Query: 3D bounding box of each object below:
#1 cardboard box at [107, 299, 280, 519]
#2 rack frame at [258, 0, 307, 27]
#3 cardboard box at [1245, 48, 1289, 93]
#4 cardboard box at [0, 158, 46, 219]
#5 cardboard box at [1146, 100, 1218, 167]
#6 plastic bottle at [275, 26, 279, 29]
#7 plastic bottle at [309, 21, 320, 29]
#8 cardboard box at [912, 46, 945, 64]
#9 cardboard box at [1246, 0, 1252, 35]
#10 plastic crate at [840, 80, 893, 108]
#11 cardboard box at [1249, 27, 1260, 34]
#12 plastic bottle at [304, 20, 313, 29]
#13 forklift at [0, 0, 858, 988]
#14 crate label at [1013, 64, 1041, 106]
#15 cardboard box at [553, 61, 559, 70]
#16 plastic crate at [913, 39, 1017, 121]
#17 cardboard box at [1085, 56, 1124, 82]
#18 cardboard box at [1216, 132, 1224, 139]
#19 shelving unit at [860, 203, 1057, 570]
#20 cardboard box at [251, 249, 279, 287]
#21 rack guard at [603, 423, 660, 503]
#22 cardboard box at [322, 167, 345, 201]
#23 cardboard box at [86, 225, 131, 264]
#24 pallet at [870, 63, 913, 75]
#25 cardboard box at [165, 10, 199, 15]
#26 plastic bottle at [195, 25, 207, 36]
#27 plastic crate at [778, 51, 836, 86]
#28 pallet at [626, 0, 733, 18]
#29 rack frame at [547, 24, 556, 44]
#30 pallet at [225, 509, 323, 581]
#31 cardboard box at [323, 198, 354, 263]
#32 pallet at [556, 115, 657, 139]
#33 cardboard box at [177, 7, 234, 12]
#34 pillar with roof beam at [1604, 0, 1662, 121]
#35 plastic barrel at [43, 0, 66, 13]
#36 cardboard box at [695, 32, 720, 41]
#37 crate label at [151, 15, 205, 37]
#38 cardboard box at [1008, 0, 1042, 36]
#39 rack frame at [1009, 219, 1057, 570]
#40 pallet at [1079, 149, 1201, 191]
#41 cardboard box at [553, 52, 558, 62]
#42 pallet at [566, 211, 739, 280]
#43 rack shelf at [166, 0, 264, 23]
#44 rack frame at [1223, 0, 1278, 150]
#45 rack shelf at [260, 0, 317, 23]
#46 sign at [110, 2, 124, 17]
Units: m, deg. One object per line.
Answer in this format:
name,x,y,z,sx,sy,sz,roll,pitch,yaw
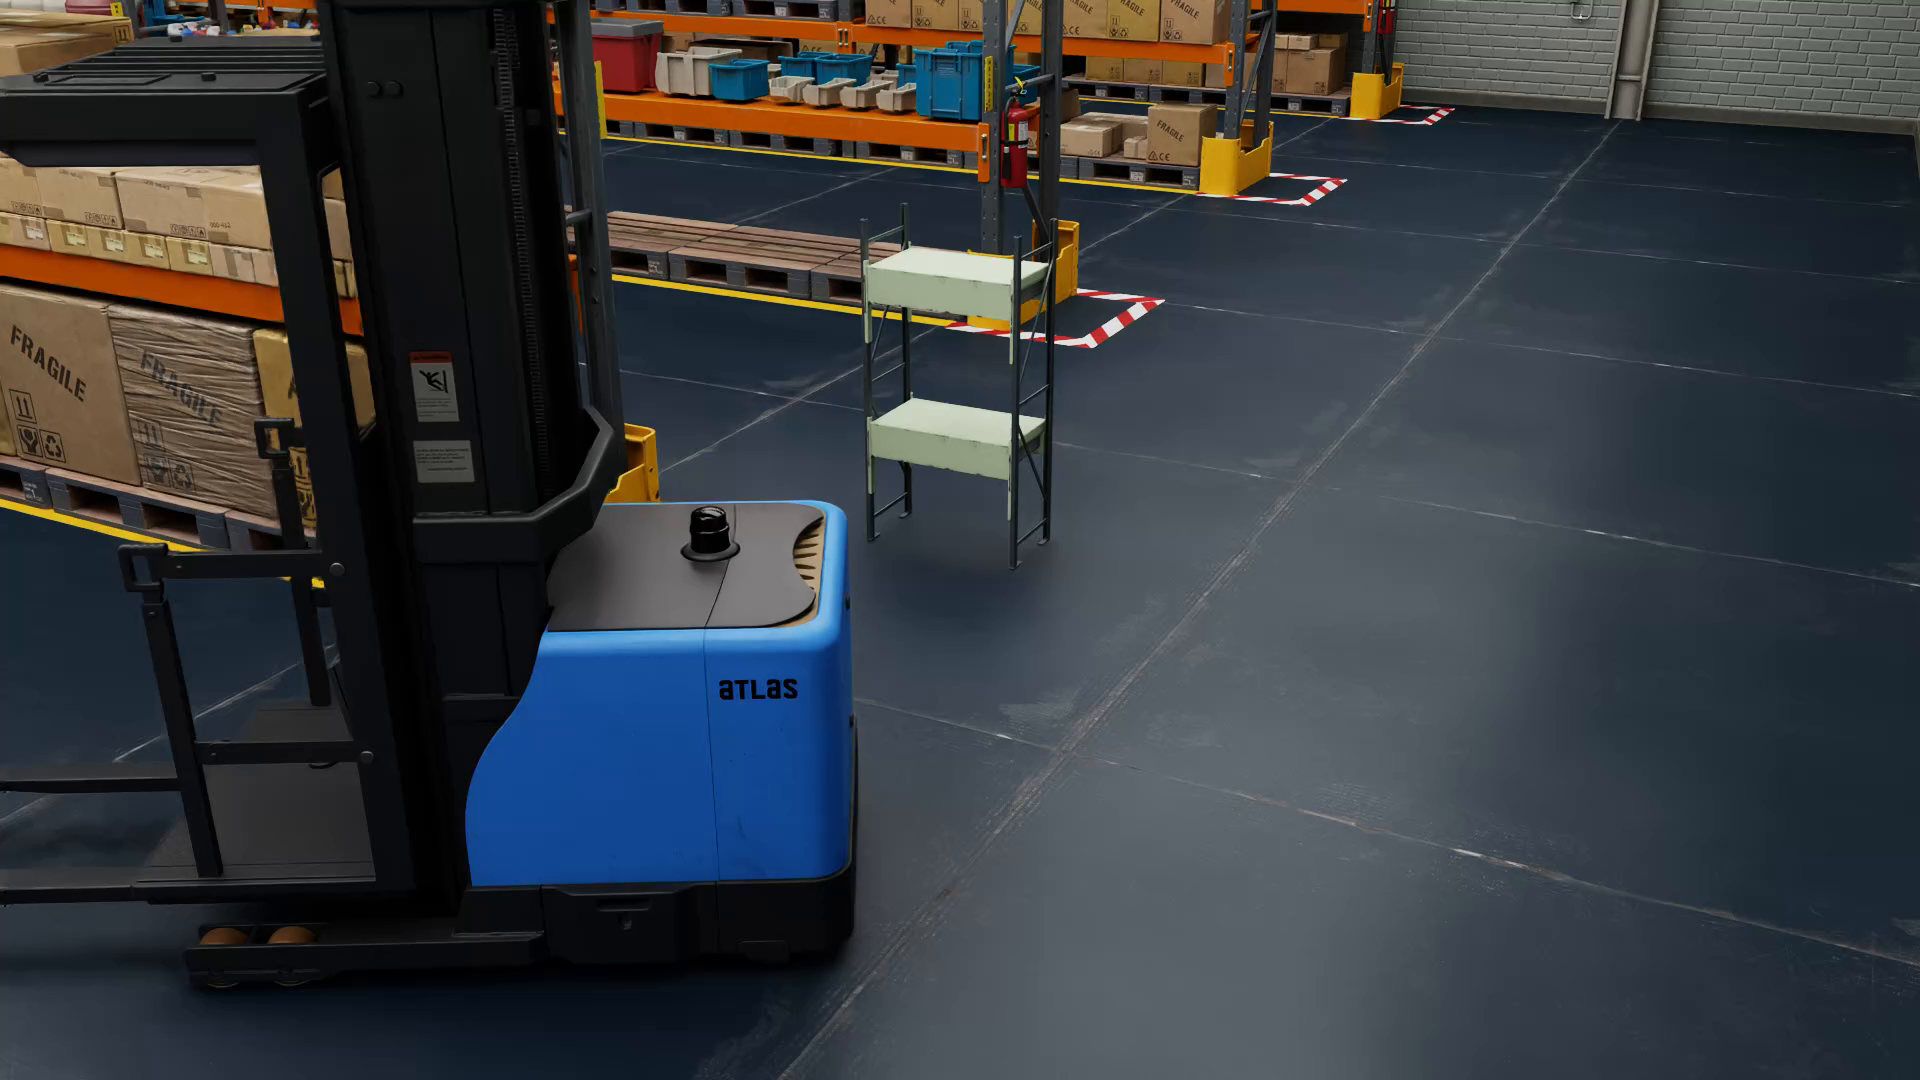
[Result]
cardboard box,-3.237,-0.718,7.784,0.875,0.875,0.875,11,25,25
rack frame,-8.054,-6.835,19.989,0.127,3.000,1.000,11,25,25
cardboard box,3.771,-5.667,19.900,0.500,0.500,0.700,11,25,24
cardboard box,-4.180,-1.678,7.674,0.500,0.250,0.500,12,26,26
cardboard box,2.059,-3.778,15.433,0.500,0.500,0.500,11,25,25
plastic bottle,-5.868,-4.318,14.325,0.097,0.201,0.097,0,23,0
plastic bottle,-5.155,-3.990,13.362,0.185,0.351,0.144,11,25,25
cardboard box,-0.116,-6.583,21.606,0.750,0.750,0.750,12,26,26
cardboard box,2.378,-4.933,15.388,0.500,0.500,0.500,12,26,26
plastic crate,-0.644,-3.030,11.303,0.243,0.136,0.396,11,25,25
cardboard box,3.516,-6.103,20.097,0.250,0.149,0.380,12,26,25
plastic bottle,-5.520,-4.282,14.149,0.097,0.271,0.097,0,23,0
forklift,-1.843,-0.283,4.669,3.031,2.935,1.130,-1,23,-2
crate label,0.345,-3.096,11.334,0.303,0.233,0.416,11,25,25
cardboard box,-4.207,-5.001,18.308,0.500,0.500,0.500,12,26,27
plastic crate,0.034,-3.025,10.908,0.499,0.435,0.616,11,25,25
cardboard box,1.939,-6.028,20.750,0.500,0.500,0.700,12,26,25
cardboard box,2.437,-3.801,15.935,0.250,0.149,0.380,11,25,25
shelving unit,-0.006,-0.691,7.459,0.755,1.500,0.431,11,25,25
cardboard box,-2.741,-1.180,7.012,0.250,0.149,0.380,11,26,25
rack guard,-1.796,-0.102,7.352,0.348,0.500,1.175,11,25,25
cardboard box,-2.371,-1.664,6.684,0.500,0.500,0.500,12,26,25
cardboard box,-3.648,-1.359,7.434,0.250,0.149,0.380,12,26,26
pallet,-0.498,-6.195,22.047,1.213,0.211,1.003,11,25,25
cardboard box,-9.908,-6.376,20.929,0.500,0.500,0.500,11,25,25
plastic bottle,-6.209,-4.083,13.666,0.133,0.283,0.061,11,25,25
plastic crate,-1.097,-3.382,12.006,0.300,0.233,0.416,11,25,25
pallet,-2.746,-5.699,17.562,1.213,0.211,1.003,11,25,25
rack frame,-5.822,-8.566,24.059,0.127,3.000,1.000,11,25,25
pallet,-2.566,-0.088,7.686,1.213,0.211,1.003,11,25,25
cardboard box,-2.370,-1.318,6.827,0.500,0.250,0.500,11,25,24
pallet,-3.835,-4.701,18.533,1.213,0.211,1.003,11,25,25
cardboard box,-9.666,-6.563,21.369,0.500,0.500,0.500,11,25,25
pillar with roof beam,5.745,-7.529,13.956,0.400,9.000,9.100,11,25,25
plastic barrel,-7.737,-4.558,14.492,0.421,0.512,0.421,0,23,0
cardboard box,-3.325,-7.152,23.367,0.500,0.500,0.700,11,25,24
crate label,-6.929,-4.528,14.778,0.416,0.233,0.303,11,25,25
cardboard box,0.776,-5.016,15.583,0.500,0.500,0.500,11,25,24
rack frame,0.321,-0.627,7.307,0.023,1.500,0.400,11,25,25
pallet,1.876,-3.587,15.915,1.213,0.211,1.003,11,25,25
cardboard box,-4.819,-5.510,19.133,0.500,0.311,0.500,12,26,26
pallet,-2.479,-2.294,12.874,1.213,0.211,1.003,11,25,25
rack shelf,-9.838,-6.857,20.961,4.000,0.370,1.077,11,25,25
rack frame,2.656,-4.716,15.007,0.127,3.000,1.000,11,25,25
rack shelf,-6.269,-6.151,19.300,4.000,0.370,1.077,11,25,25
sign,-6.964,-4.281,13.776,0.005,0.325,0.100,11,25,25
